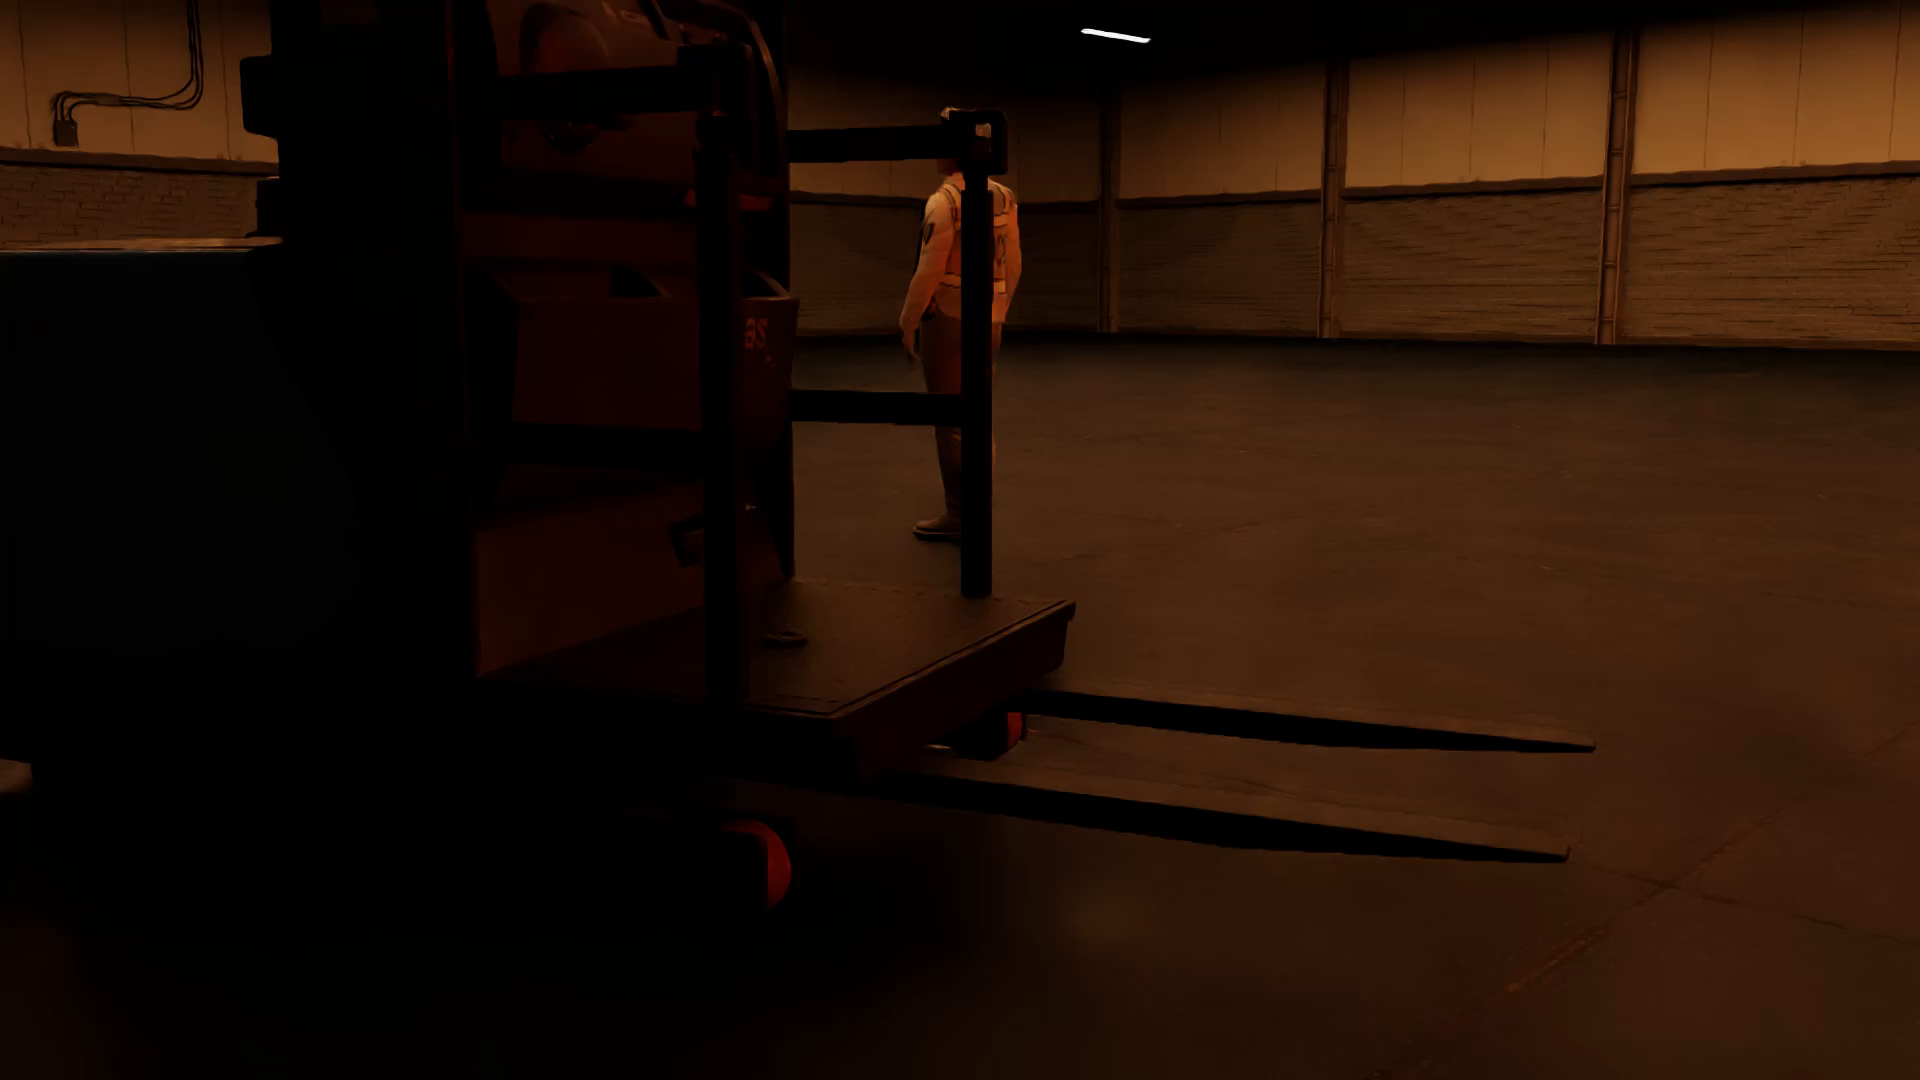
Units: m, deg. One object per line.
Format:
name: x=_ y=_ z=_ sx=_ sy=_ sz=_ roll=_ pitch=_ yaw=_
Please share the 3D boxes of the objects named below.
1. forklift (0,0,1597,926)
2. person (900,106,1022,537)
forklift: x=-0.408 y=-0.926 z=3.024 sx=3.031 sy=2.935 sz=1.130 roll=4 pitch=9 yaw=24
person: x=-0.044 y=-0.853 z=6.642 sx=0.532 sy=1.695 sz=0.586 roll=8 pitch=12 yaw=43
